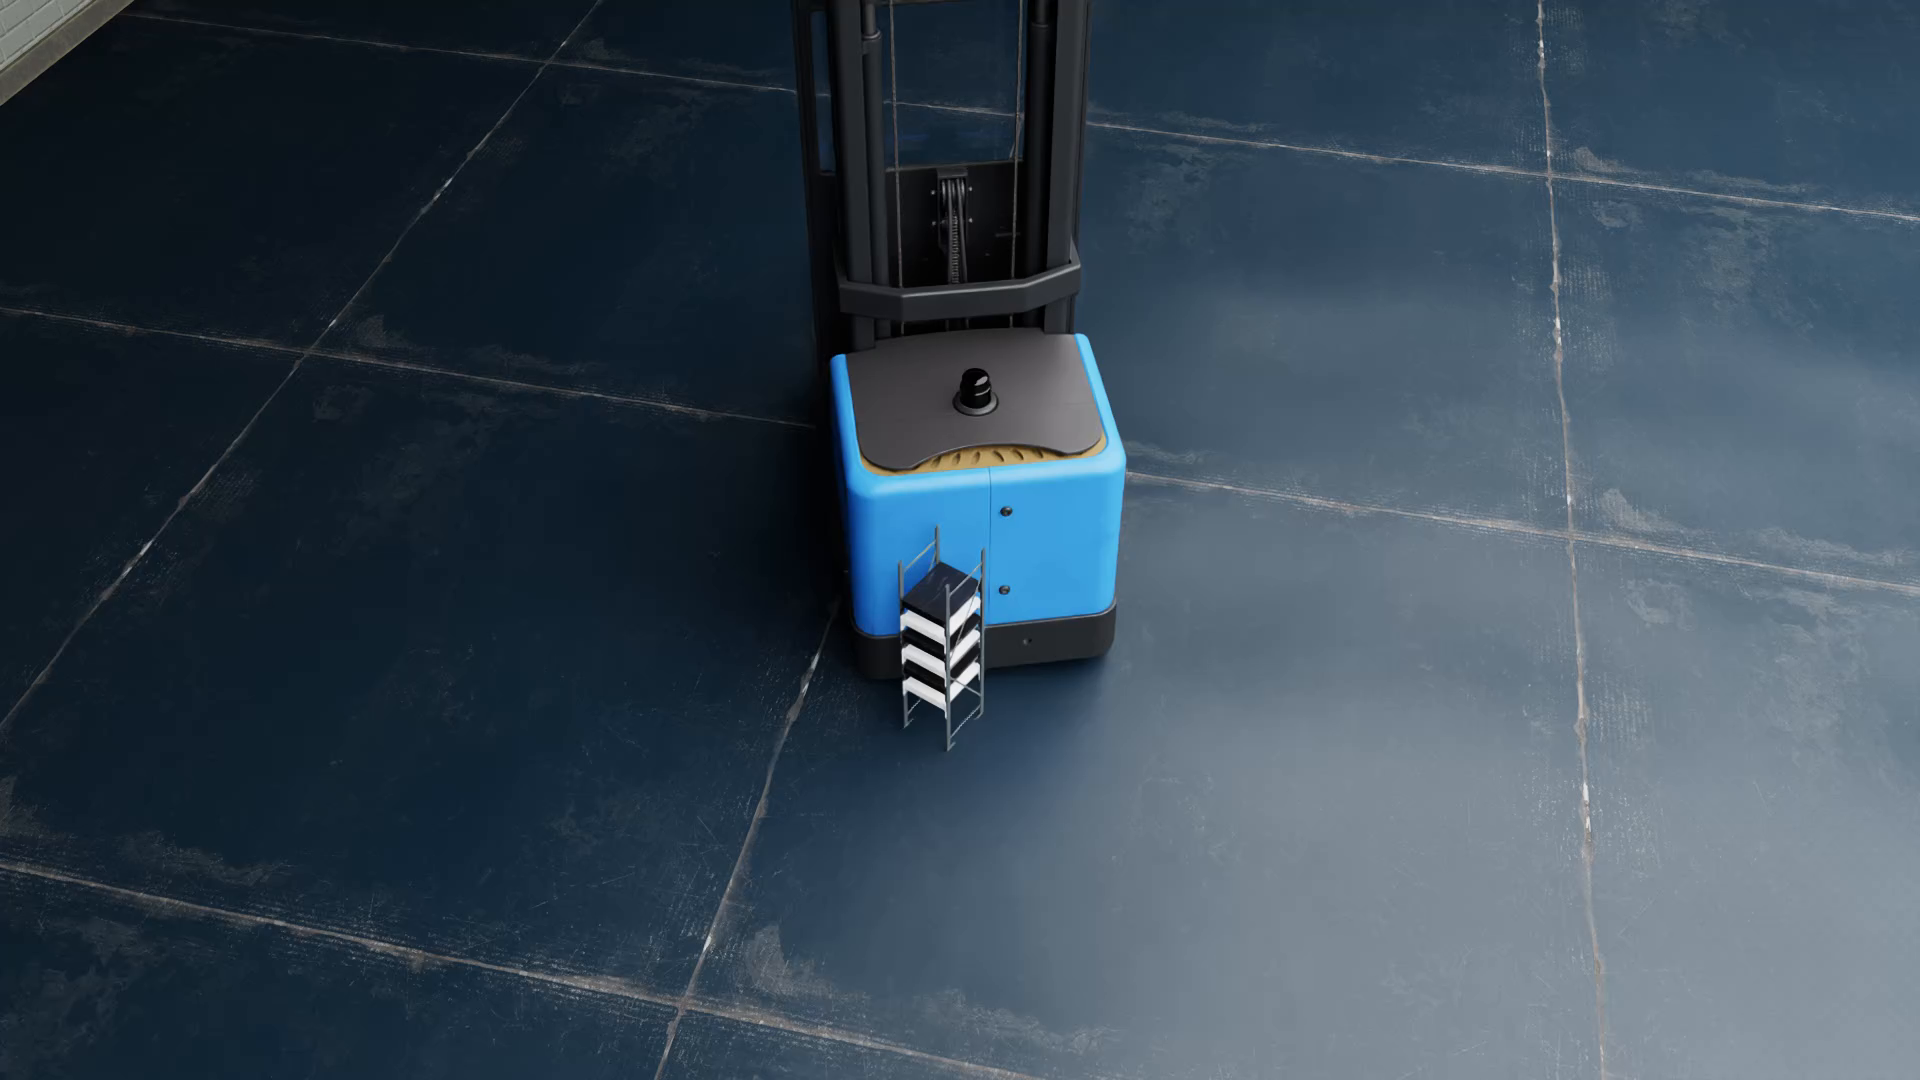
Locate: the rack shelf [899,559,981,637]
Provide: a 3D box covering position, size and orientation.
[{"bbox_3d":[-0.063,0.207,6.005,0.200,0.077,0.258,26,50,25],"label":"rack shelf"}]

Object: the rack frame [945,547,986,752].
[{"bbox_3d":[0.020,0.419,6.126,0.006,0.900,0.240,26,50,25],"label":"rack frame"}]

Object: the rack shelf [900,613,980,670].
[{"bbox_3d":[-0.063,0.337,6.129,0.200,0.077,0.258,26,50,25],"label":"rack shelf"}]

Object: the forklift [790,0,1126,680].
[{"bbox_3d":[-0.099,-1.536,6.693,1.130,2.935,3.031,-6,44,-6],"label":"forklift"}]

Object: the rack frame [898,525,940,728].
[{"bbox_3d":[-0.146,0.337,6.211,0.006,0.900,0.240,26,50,25],"label":"rack frame"}]

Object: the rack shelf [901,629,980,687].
[{"bbox_3d":[-0.063,0.402,6.192,0.200,0.077,0.258,26,50,25],"label":"rack shelf"}]

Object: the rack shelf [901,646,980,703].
[{"bbox_3d":[-0.063,0.467,6.254,0.200,0.077,0.258,26,50,25],"label":"rack shelf"}]

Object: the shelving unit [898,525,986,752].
[{"bbox_3d":[-0.063,0.378,6.169,0.210,0.900,0.258,26,50,25],"label":"shelving unit"}]

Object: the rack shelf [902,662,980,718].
[{"bbox_3d":[-0.063,0.531,6.317,0.200,0.077,0.258,26,50,25],"label":"rack shelf"}]

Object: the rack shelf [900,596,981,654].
[{"bbox_3d":[-0.063,0.272,6.067,0.200,0.077,0.258,26,50,25],"label":"rack shelf"}]
